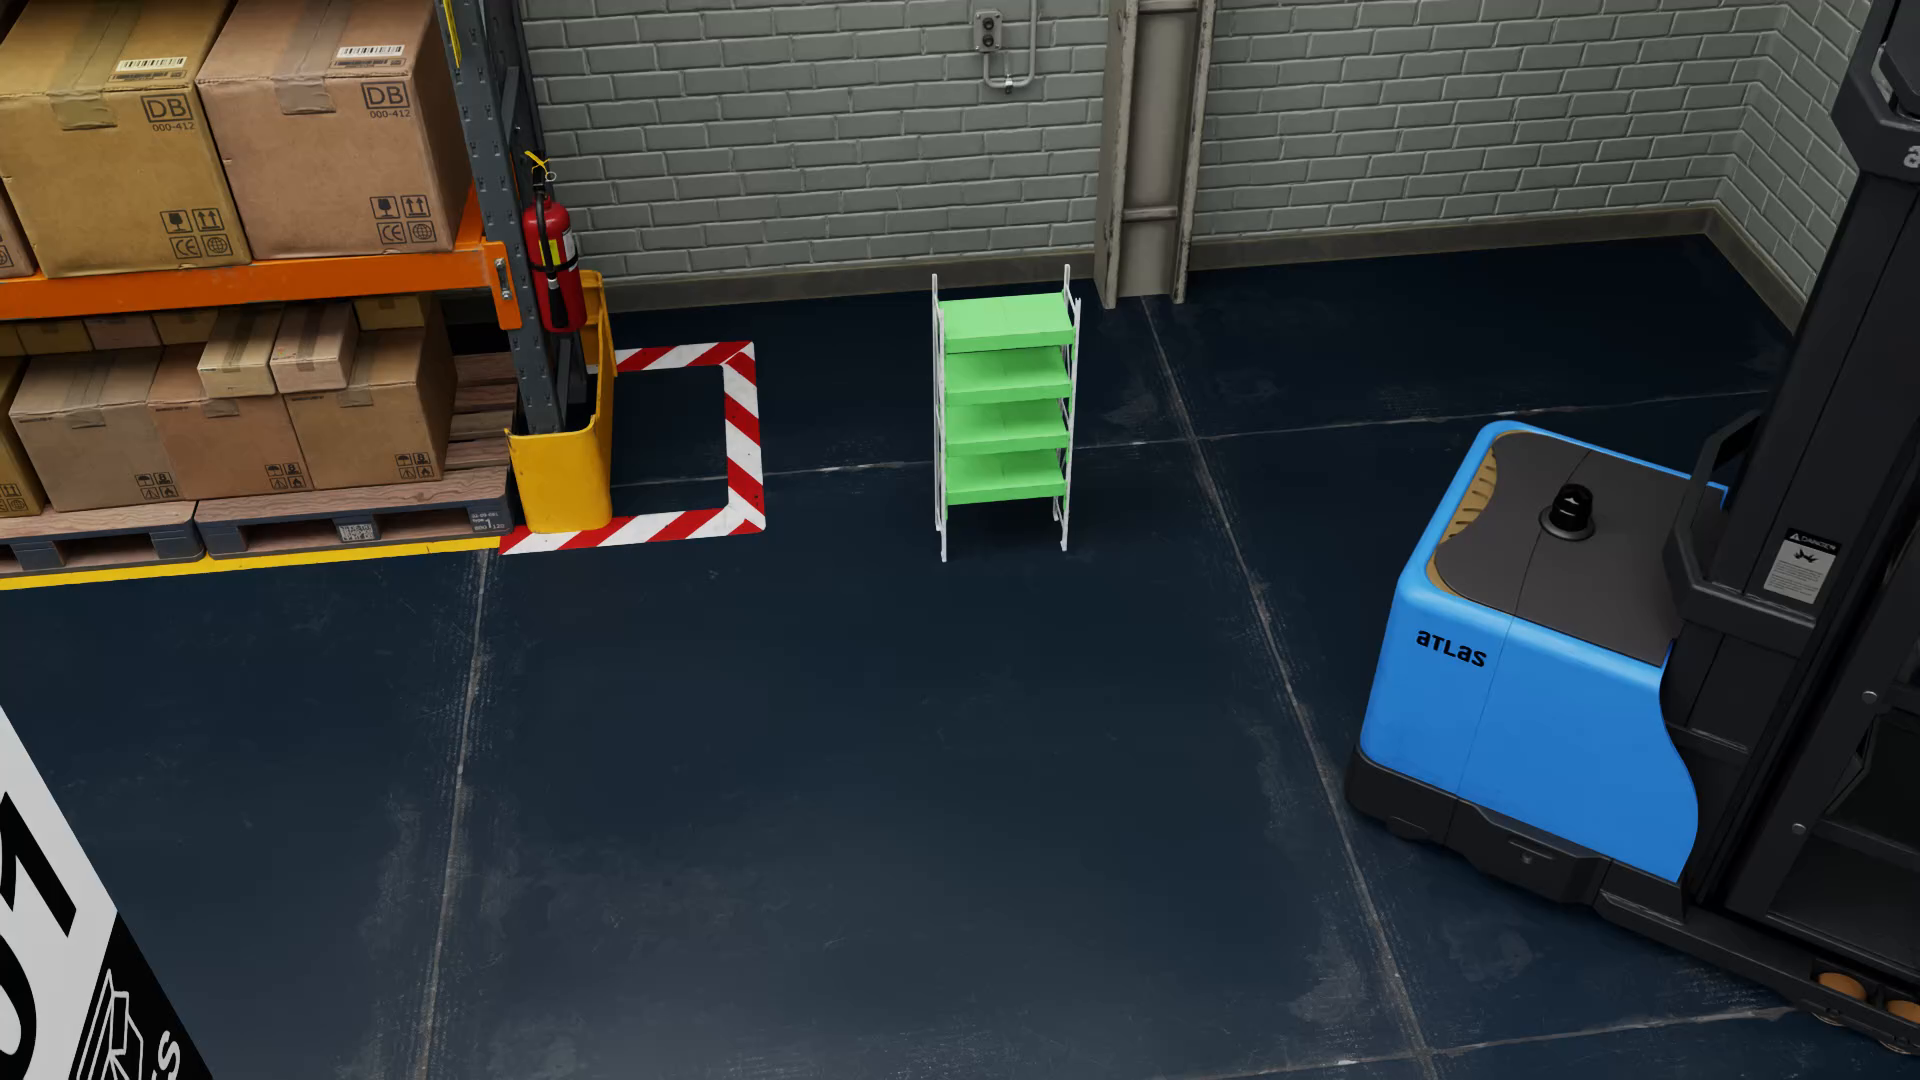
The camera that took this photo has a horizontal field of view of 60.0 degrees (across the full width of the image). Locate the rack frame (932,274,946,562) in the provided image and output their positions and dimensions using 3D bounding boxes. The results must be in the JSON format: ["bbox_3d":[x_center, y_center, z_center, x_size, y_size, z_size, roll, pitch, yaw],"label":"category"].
[{"bbox_3d":[-0.078,-0.439,6.341,0.015,1.200,0.240,-5,42,-6],"label":"rack frame"}]

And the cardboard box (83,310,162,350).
[{"bbox_3d":[-3.282,-0.930,6.610,0.250,0.149,0.380,-4,42,-5],"label":"cardboard box"}]

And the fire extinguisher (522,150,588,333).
[{"bbox_3d":[-1.487,-1.073,6.036,0.183,0.674,0.296,-5,42,-6],"label":"fire extinguisher"}]

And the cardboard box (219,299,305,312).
[{"bbox_3d":[-2.781,-0.974,6.659,0.250,0.149,0.380,-5,42,-5],"label":"cardboard box"}]

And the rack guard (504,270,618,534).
[{"bbox_3d":[-1.672,-0.607,7.050,0.348,0.500,1.175,-5,42,-6],"label":"rack guard"}]

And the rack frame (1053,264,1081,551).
[{"bbox_3d":[0.406,-0.481,6.388,0.015,1.200,0.240,-5,42,-6],"label":"rack frame"}]

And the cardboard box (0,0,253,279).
[{"bbox_3d":[-2.920,-1.523,5.975,0.700,0.700,0.980,-5,42,-6],"label":"cardboard box"}]

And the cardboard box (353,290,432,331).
[{"bbox_3d":[-2.279,-1.018,6.708,0.250,0.149,0.380,-5,42,-5],"label":"cardboard box"}]

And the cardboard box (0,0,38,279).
[{"bbox_3d":[-3.678,-1.463,5.909,0.700,0.700,0.980,-7,43,-8],"label":"cardboard box"}]

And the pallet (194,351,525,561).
[{"bbox_3d":[-2.479,-0.376,7.010,1.213,0.211,1.003,-5,42,-6],"label":"pallet"}]

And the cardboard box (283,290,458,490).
[{"bbox_3d":[-2.377,-0.634,6.766,0.500,0.500,0.700,-5,42,-6],"label":"cardboard box"}]

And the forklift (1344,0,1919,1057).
[{"bbox_3d":[2.851,0.053,4.503,3.031,2.935,1.130,21,46,22],"label":"forklift"}]

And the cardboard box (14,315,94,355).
[{"bbox_3d":[-3.536,-0.907,6.585,0.250,0.149,0.380,-5,42,-5],"label":"cardboard box"}]

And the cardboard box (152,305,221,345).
[{"bbox_3d":[-3.030,-0.953,6.635,0.250,0.149,0.380,-5,42,-5],"label":"cardboard box"}]

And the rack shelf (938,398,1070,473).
[{"bbox_3d":[0.164,-0.412,6.407,0.480,0.148,0.258,-5,42,-6],"label":"rack shelf"}]

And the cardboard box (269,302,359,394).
[{"bbox_3d":[-2.481,-0.743,6.402,0.250,0.149,0.380,-5,42,-6],"label":"cardboard box"}]

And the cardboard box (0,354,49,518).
[{"bbox_3d":[-3.900,-0.495,6.612,0.500,0.500,0.700,-4,42,-5],"label":"cardboard box"}]

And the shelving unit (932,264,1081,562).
[{"bbox_3d":[0.164,-0.460,6.364,0.503,1.200,0.258,-5,42,-6],"label":"shelving unit"}]

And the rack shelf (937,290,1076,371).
[{"bbox_3d":[0.164,-0.769,6.085,0.480,0.148,0.258,-5,42,-6],"label":"rack shelf"}]

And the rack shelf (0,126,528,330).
[{"bbox_3d":[-3.679,-1.093,6.259,4.000,0.370,1.077,-5,42,-6],"label":"rack shelf"}]

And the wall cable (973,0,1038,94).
[{"bbox_3d":[-0.549,-2.650,6.690,1.851,1.984,0.084,-5,42,-6],"label":"wall cable"}]

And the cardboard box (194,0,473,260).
[{"bbox_3d":[-2.200,-1.594,6.054,0.700,0.700,0.980,-3,42,-4],"label":"cardboard box"}]

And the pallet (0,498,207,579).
[{"bbox_3d":[-3.686,-0.273,6.895,1.213,0.211,1.003,-5,42,-6],"label":"pallet"}]

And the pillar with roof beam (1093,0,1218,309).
[{"bbox_3d":[1.427,-1.711,1.928,0.400,9.000,9.100,-5,42,-6],"label":"pillar with roof beam"}]

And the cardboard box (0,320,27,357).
[{"bbox_3d":[-3.787,-0.886,6.561,0.250,0.149,0.380,-6,42,-6],"label":"cardboard box"}]

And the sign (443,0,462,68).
[{"bbox_3d":[-1.639,-1.690,5.342,0.005,0.325,0.100,-5,42,-6],"label":"sign"}]

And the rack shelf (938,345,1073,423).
[{"bbox_3d":[0.164,-0.591,6.246,0.480,0.148,0.258,-5,42,-6],"label":"rack shelf"}]

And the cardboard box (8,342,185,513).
[{"bbox_3d":[-3.372,-0.546,6.669,0.500,0.500,0.700,-6,42,-7],"label":"cardboard box"}]

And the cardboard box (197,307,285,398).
[{"bbox_3d":[-2.734,-0.720,6.377,0.250,0.149,0.380,-4,42,-4],"label":"cardboard box"}]

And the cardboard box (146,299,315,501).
[{"bbox_3d":[-2.873,-0.590,6.718,0.500,0.500,0.700,-5,42,-6],"label":"cardboard box"}]

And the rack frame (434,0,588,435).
[{"bbox_3d":[-1.696,-1.533,6.210,0.127,3.000,1.000,-5,42,-6],"label":"rack frame"}]

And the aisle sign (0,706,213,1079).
[{"bbox_3d":[-1.021,0.590,1.916,0.004,0.787,0.394,-5,42,-6],"label":"aisle sign"}]

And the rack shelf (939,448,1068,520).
[{"bbox_3d":[0.164,-0.234,6.568,0.480,0.148,0.258,-5,42,-6],"label":"rack shelf"}]
